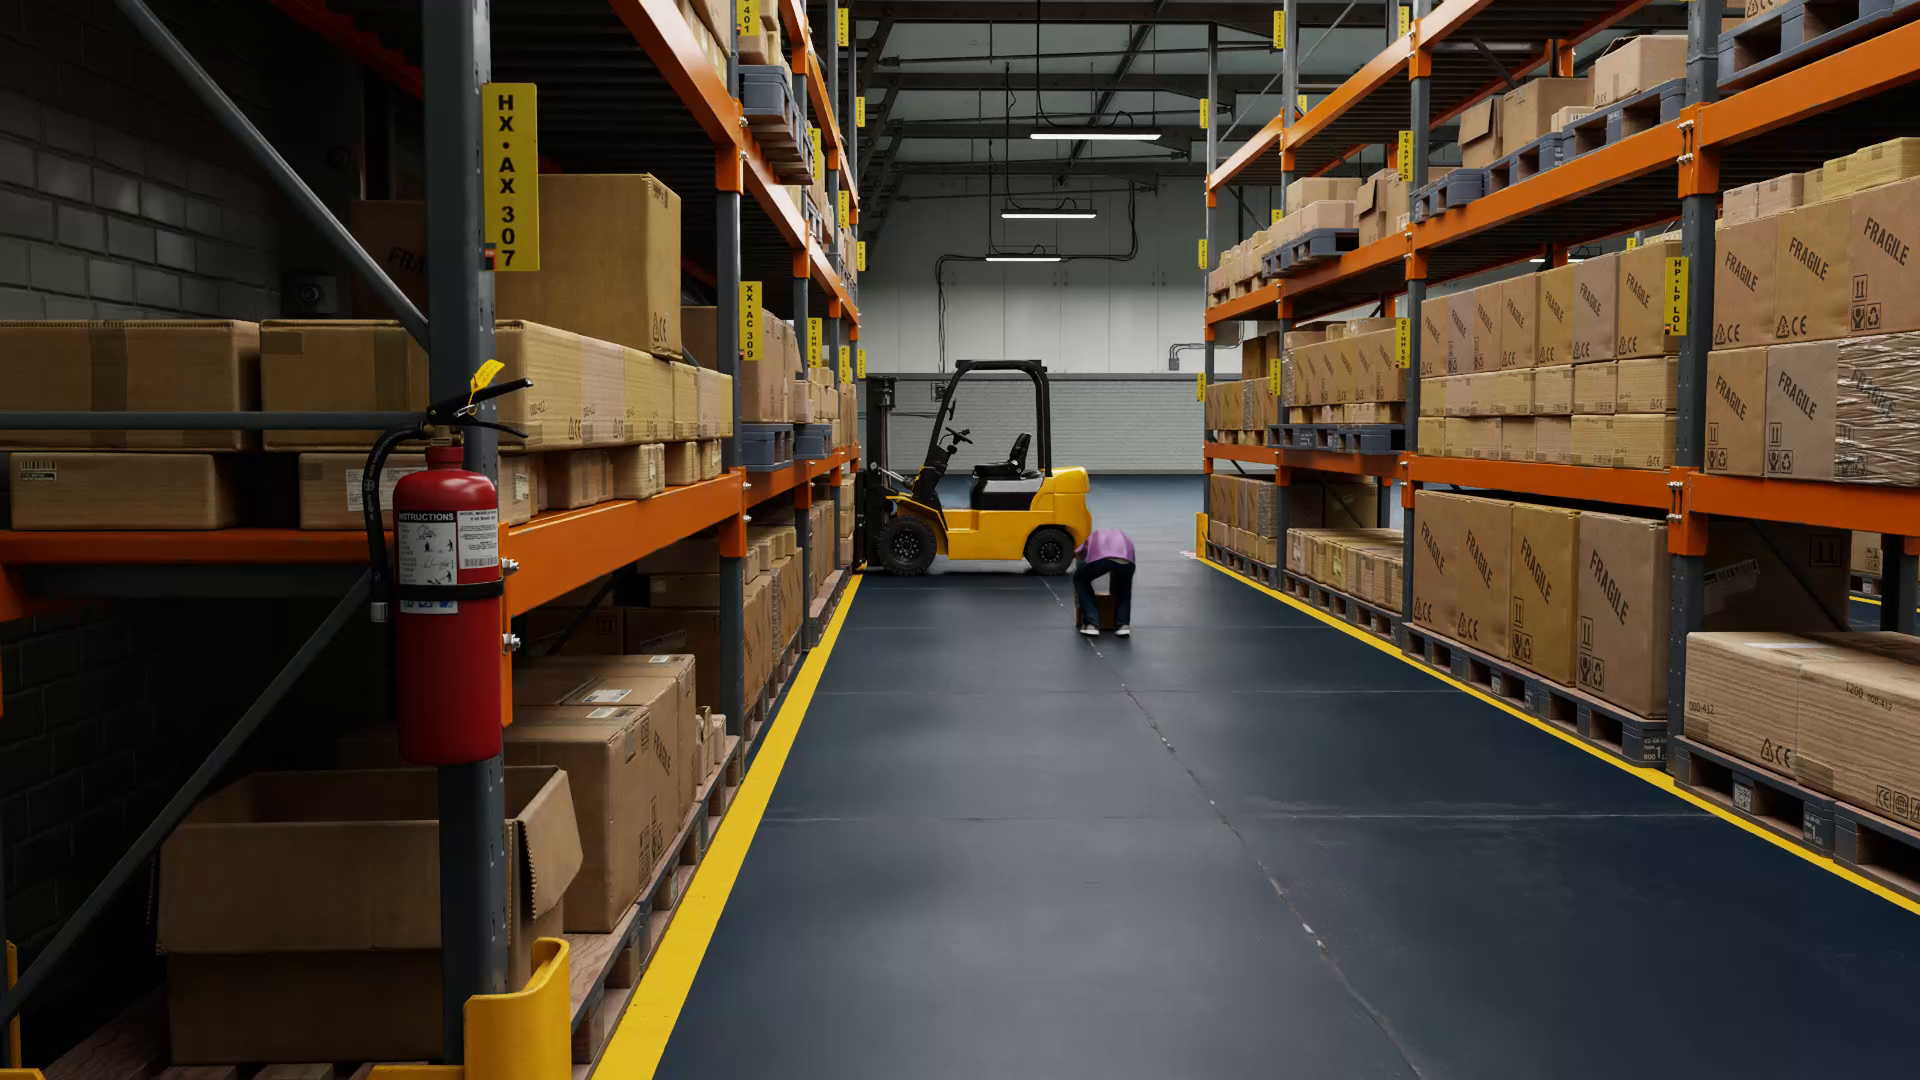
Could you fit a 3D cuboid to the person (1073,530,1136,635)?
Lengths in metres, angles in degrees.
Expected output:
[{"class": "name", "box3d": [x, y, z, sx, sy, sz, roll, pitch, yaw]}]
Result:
[{"class": "person", "box3d": [1.037, 0.306, 12.049, 0.433, 0.778, 0.871, 0, 4, -3]}]
